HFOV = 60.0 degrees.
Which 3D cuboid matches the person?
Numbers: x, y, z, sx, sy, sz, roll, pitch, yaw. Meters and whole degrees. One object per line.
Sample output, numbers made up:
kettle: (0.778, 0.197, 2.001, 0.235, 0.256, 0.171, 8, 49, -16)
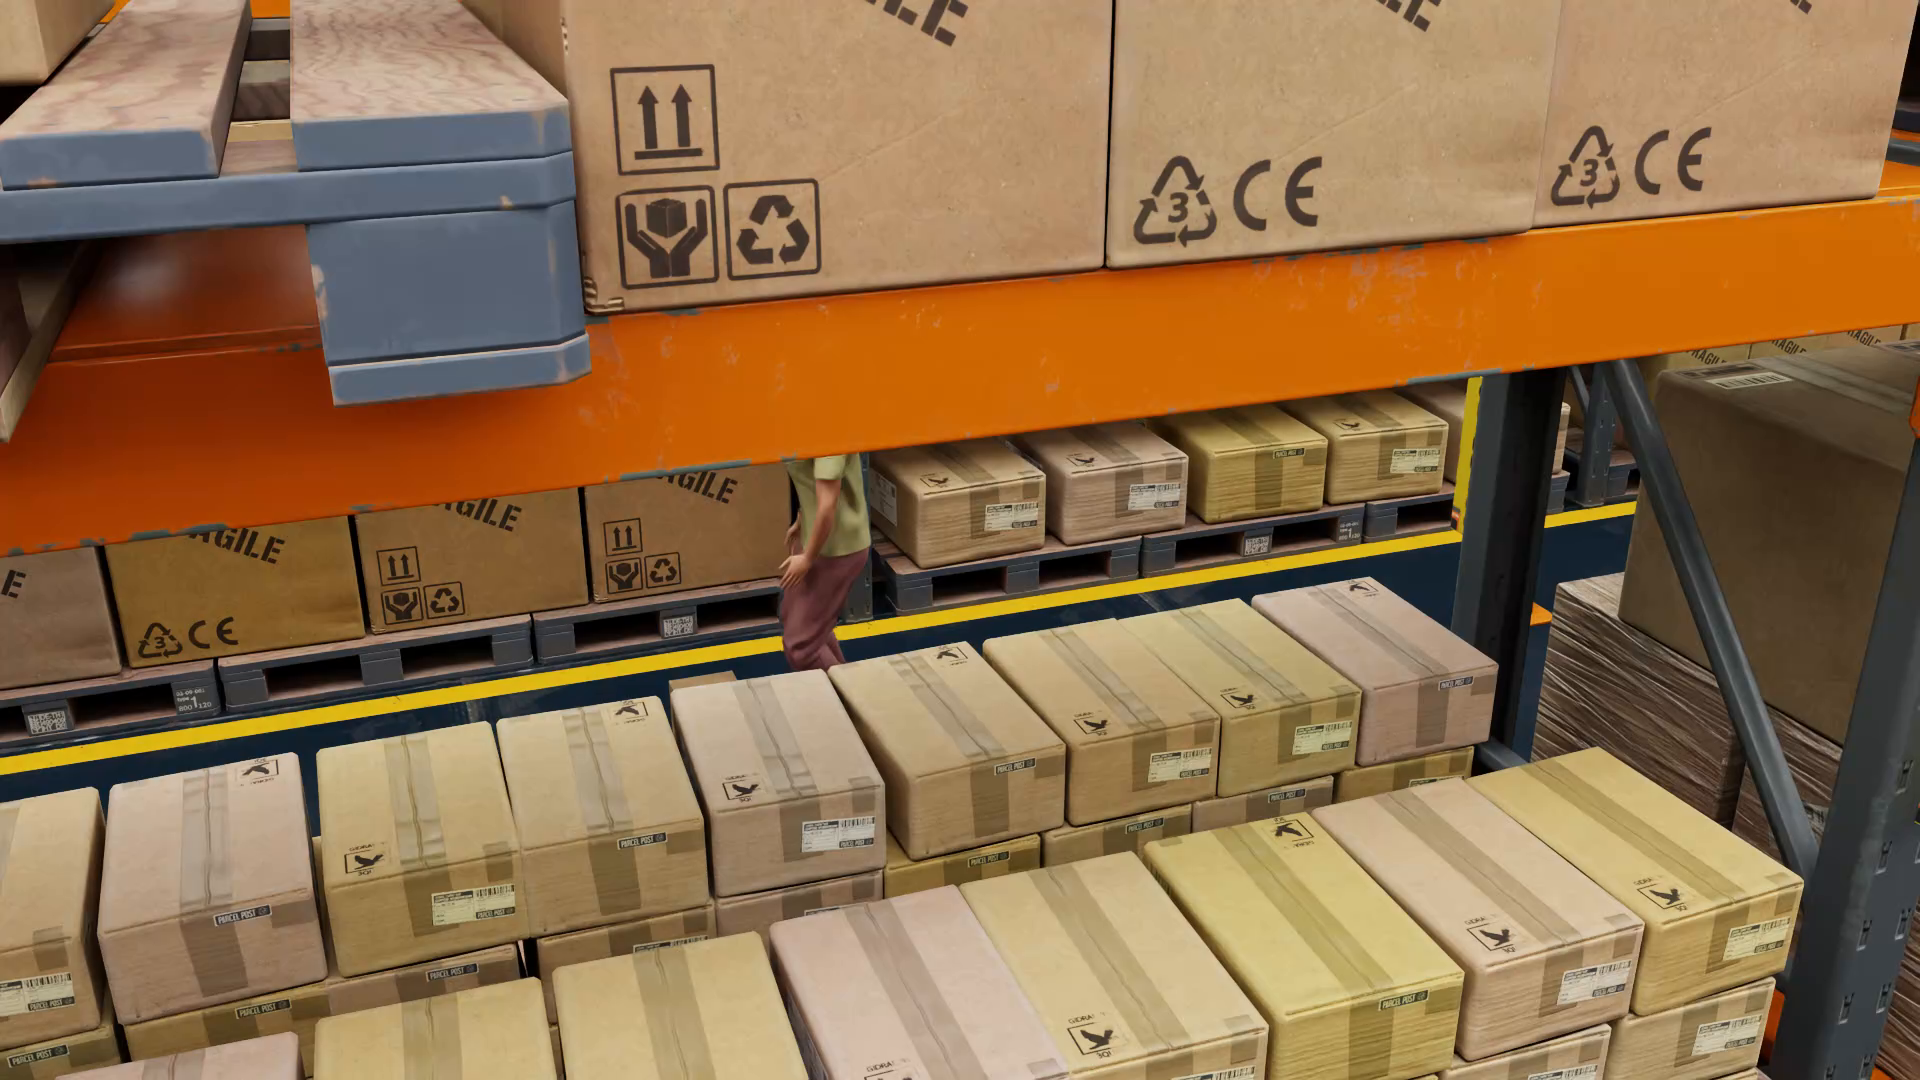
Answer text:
person: (-0.520, 0.026, 6.108, 0.388, 1.627, 0.470, -4, 23, -9)
